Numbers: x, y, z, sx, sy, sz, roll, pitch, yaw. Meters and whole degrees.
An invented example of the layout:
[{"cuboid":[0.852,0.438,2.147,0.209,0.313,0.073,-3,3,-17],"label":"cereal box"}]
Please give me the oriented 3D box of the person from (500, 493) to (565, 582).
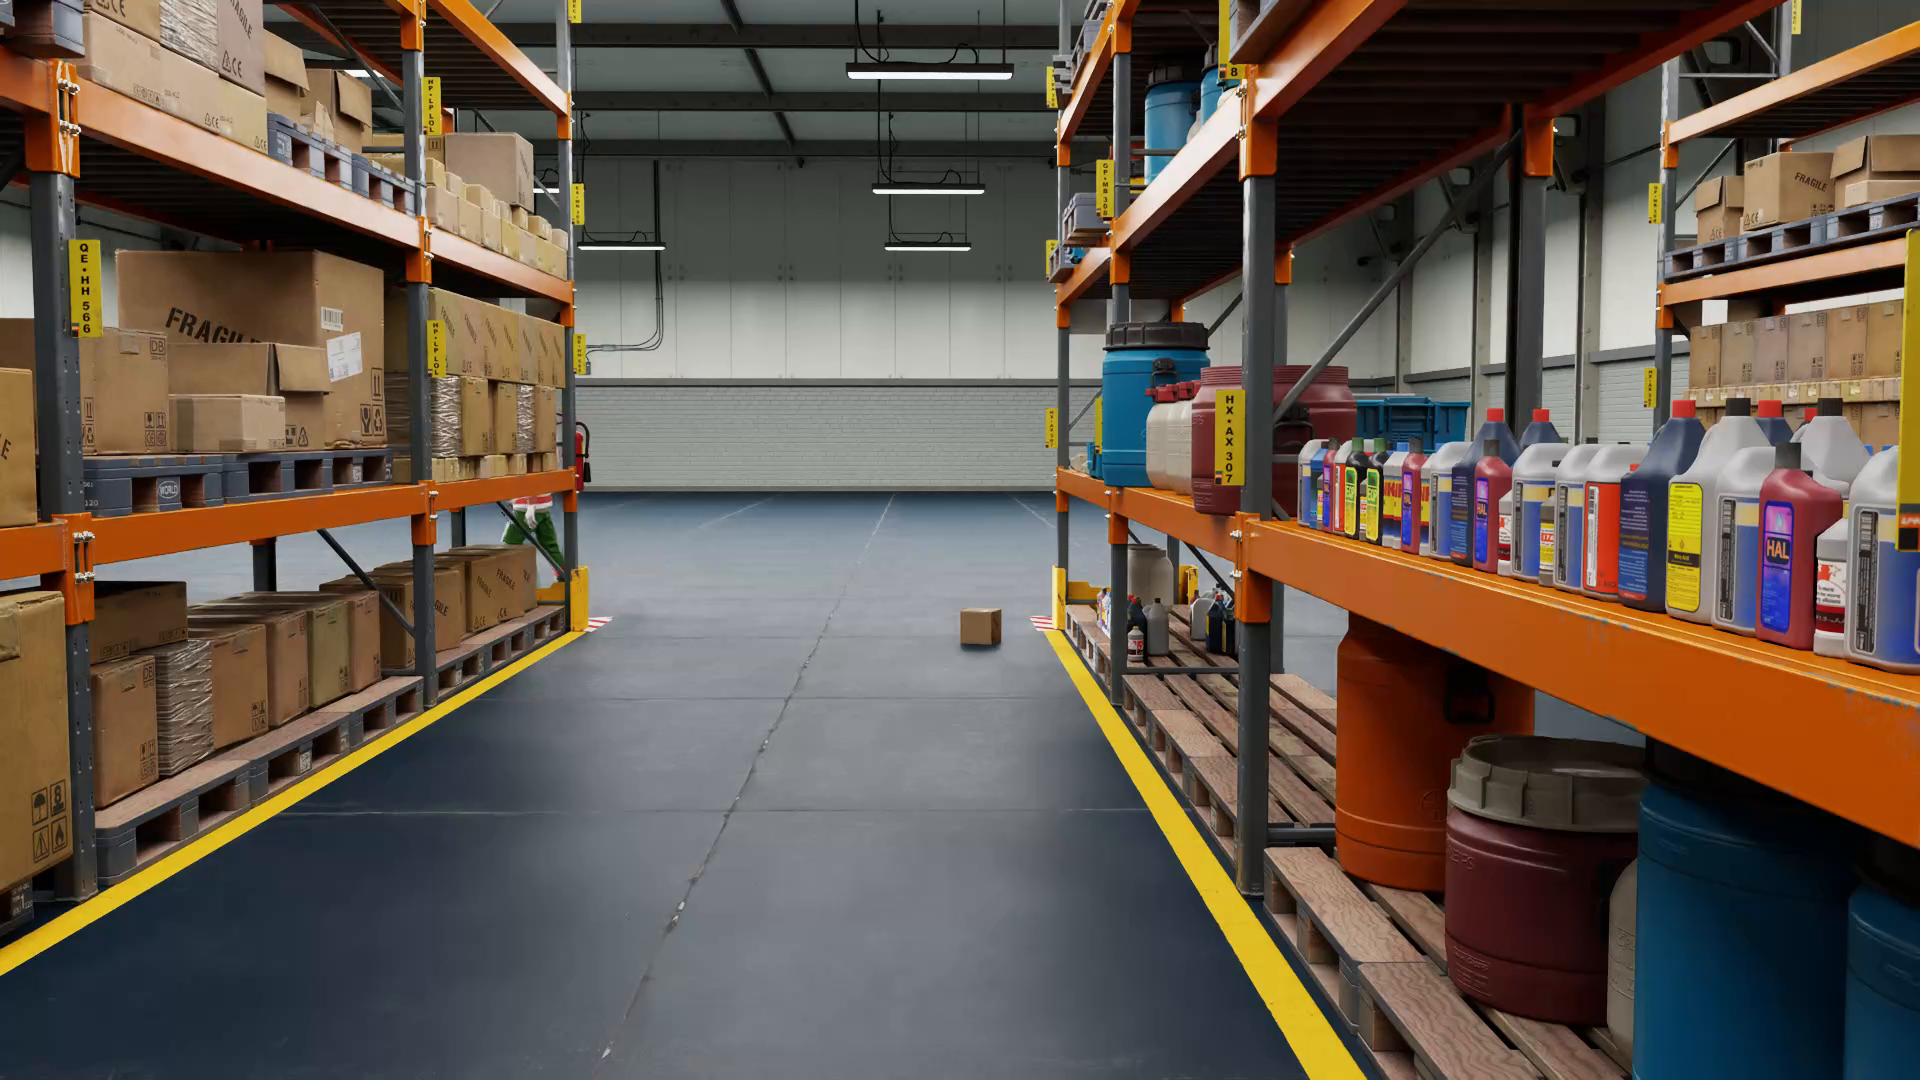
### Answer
[{"cuboid":[-3.945,-0.266,14.939,0.891,1.766,0.715,0,4,5],"label":"person"}]
